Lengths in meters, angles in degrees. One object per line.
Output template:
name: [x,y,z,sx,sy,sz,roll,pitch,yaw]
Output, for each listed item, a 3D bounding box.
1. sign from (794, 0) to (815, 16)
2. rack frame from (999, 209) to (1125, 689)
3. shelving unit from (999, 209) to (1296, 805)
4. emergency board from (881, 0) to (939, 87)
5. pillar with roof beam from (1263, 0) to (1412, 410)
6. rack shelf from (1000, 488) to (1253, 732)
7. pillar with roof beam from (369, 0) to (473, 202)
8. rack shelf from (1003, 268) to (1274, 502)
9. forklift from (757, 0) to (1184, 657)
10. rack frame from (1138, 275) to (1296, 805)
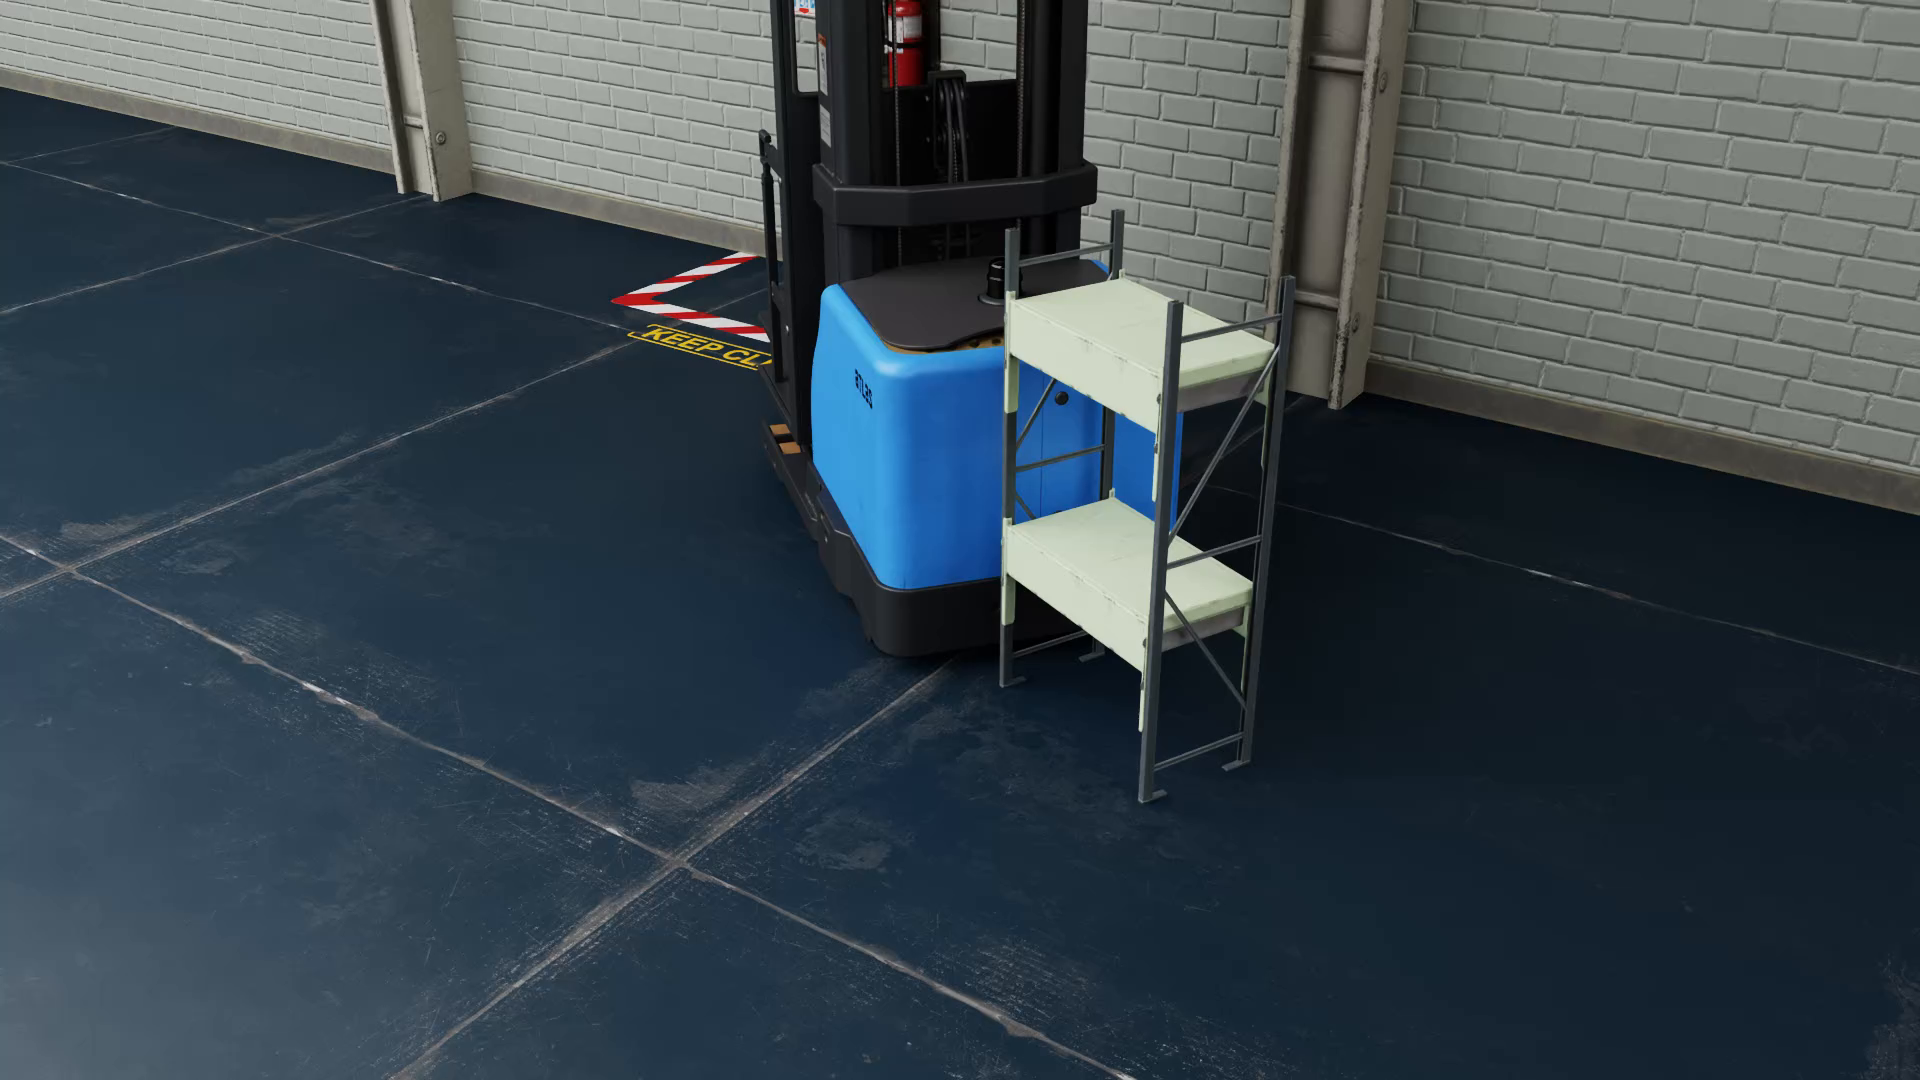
sign: [-0.805,-2.867,8.538,0.234,0.329,0.001,17,32,30]
rack frame: [0.302,-0.244,5.077,0.400,1.500,0.023,-16,31,-28]
shelving unit: [0.495,-0.103,4.799,0.431,1.500,0.755,-16,31,-28]
emergency board: [-0.408,-2.671,8.191,0.643,1.169,0.194,17,32,30]
pillar with roof beam: [-0.830,-3.086,2.393,0.400,9.000,9.100,17,32,30]
rack shelf: [0.495,0.187,4.947,0.431,0.370,0.720,-16,31,-28]
pillar with roof beam: [-5.776,-4.627,5.421,0.400,9.000,9.100,17,32,30]
rack shelf: [0.495,-0.451,4.622,0.431,0.370,0.720,-16,31,-28]
forklift: [-0.184,-1.580,6.122,1.130,2.935,3.031,-8,28,-15]
rack frame: [0.687,0.038,4.522,0.400,1.500,0.023,-16,31,-28]
